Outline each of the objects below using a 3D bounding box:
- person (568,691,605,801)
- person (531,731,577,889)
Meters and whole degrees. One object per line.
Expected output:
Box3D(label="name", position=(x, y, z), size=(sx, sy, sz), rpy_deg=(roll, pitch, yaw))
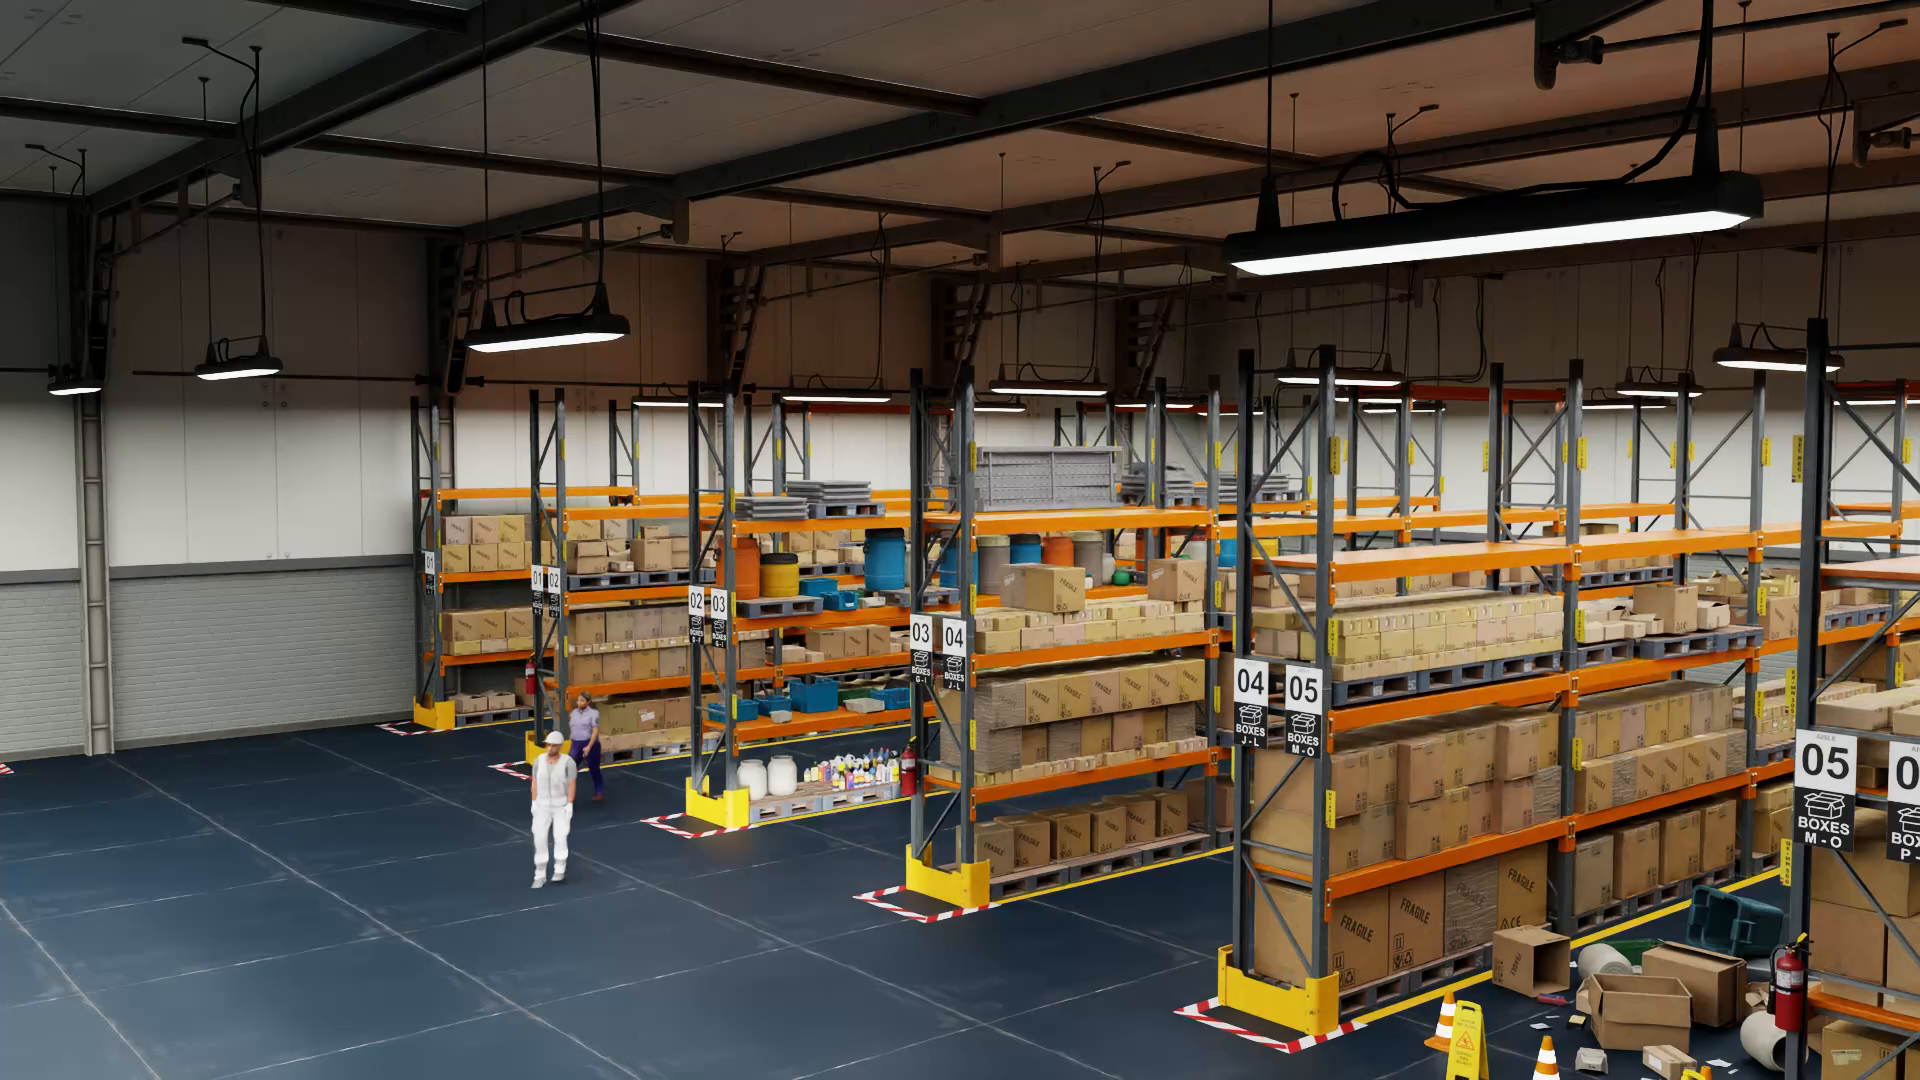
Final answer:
Box3D(label="person", position=(-5.381, 2.954, 23.592), size=(0.528, 1.603, 0.919), rpy_deg=(1, 3, 12))
Box3D(label="person", position=(-4.745, 3.160, 19.395), size=(0.555, 1.875, 0.510), rpy_deg=(0, 3, -2))
